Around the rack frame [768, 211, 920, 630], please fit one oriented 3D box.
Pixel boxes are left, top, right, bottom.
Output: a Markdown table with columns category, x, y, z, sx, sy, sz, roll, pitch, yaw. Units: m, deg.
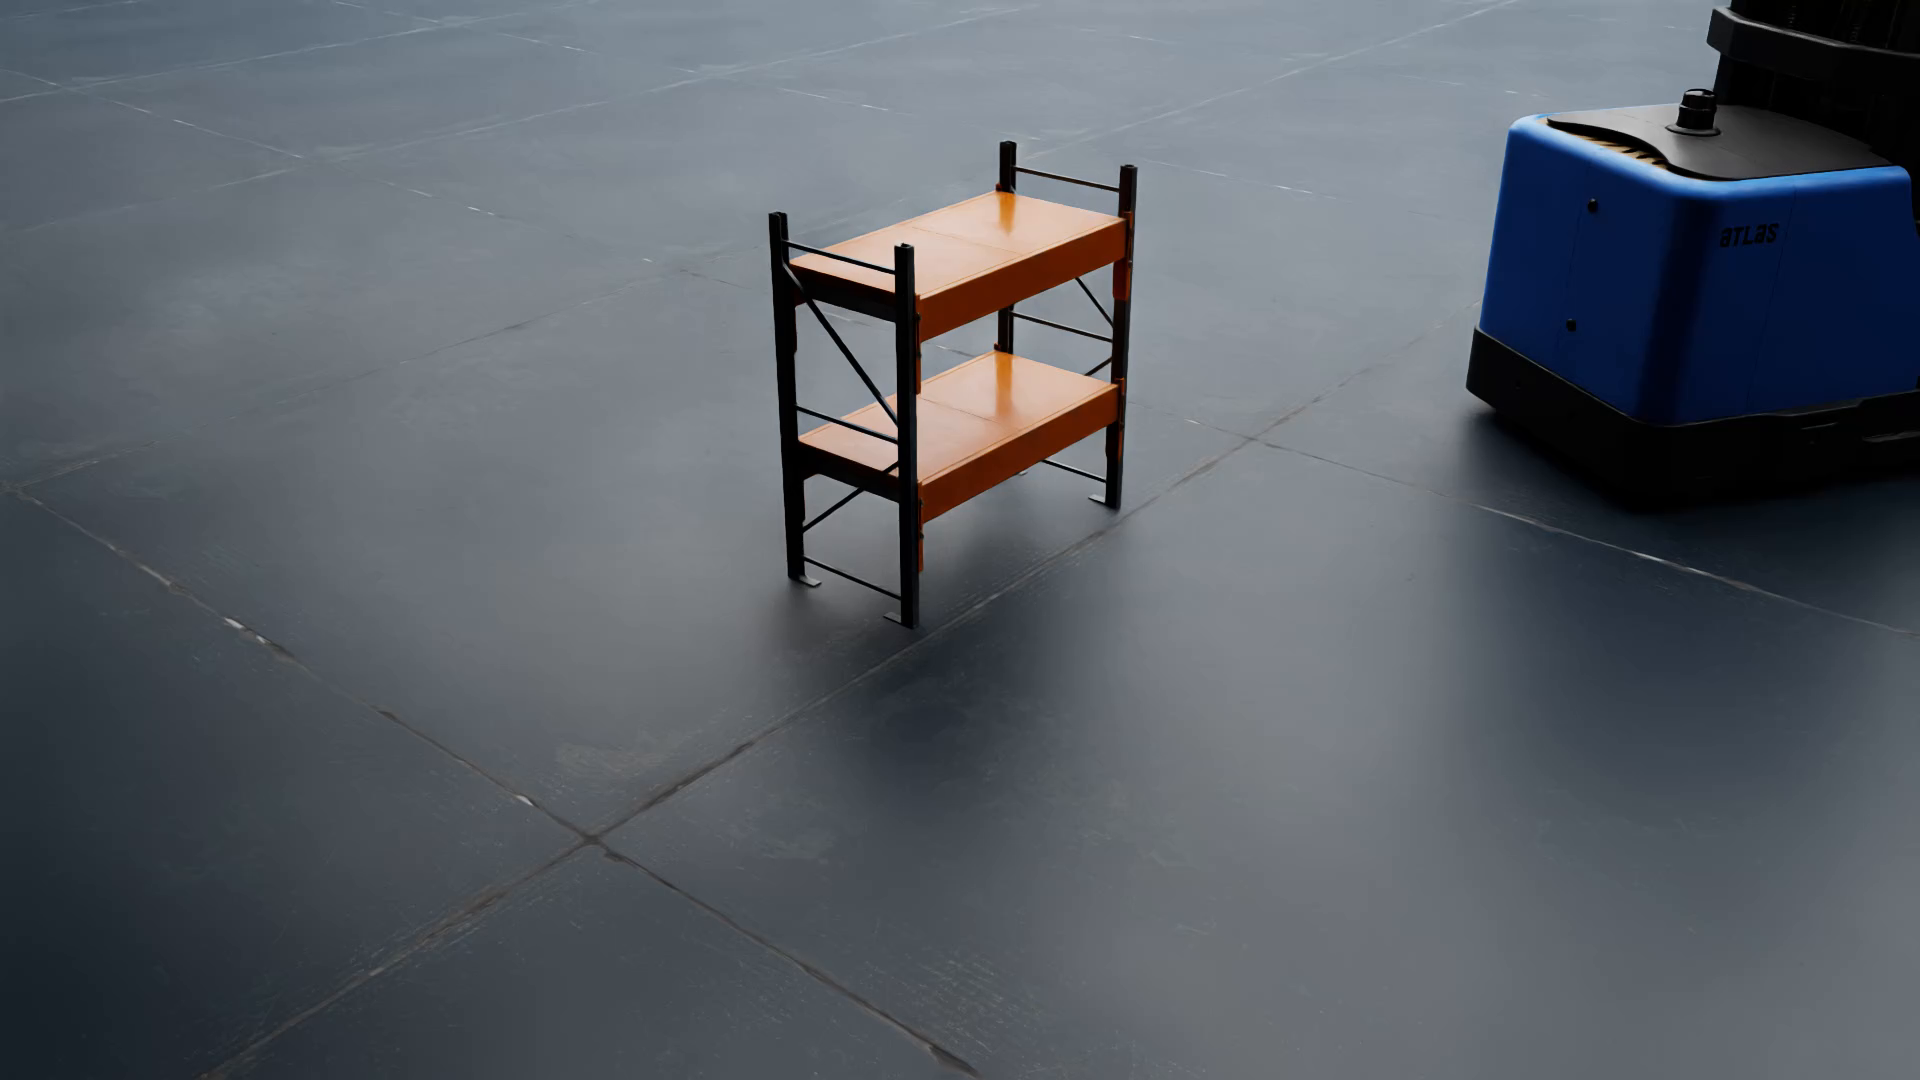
| category | x | y | z | sx | sy | sz | roll | pitch | yaw |
| --- | --- | --- | --- | --- | --- | --- | --- | --- | --- |
| rack frame | -0.319 | -0.322 | 4.648 | 0.500 | 1.125 | 0.032 | 21 | 34 | 34 |

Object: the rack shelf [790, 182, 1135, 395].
| category | x | y | z | sx | sy | sz | roll | pitch | yaw |
| --- | --- | --- | --- | --- | --- | --- | --- | --- | --- |
| rack shelf | 0.004 | -0.762 | 4.862 | 0.538 | 0.278 | 1.000 | 21 | 34 | 34 |

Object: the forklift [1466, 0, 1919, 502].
| category | x | y | z | sx | sy | sz | roll | pitch | yaw |
| --- | --- | --- | --- | --- | --- | --- | --- | --- | --- |
| forklift | 3.456 | -1.813 | 5.564 | 3.031 | 2.935 | 1.130 | -8 | 29 | -16 |

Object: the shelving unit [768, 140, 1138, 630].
| category | x | y | z | sx | sy | sz | roll | pitch | yaw |
| --- | --- | --- | --- | --- | --- | --- | --- | --- | --- |
| shelving unit | 0.004 | -0.502 | 4.996 | 0.538 | 1.125 | 1.048 | 21 | 34 | 34 |

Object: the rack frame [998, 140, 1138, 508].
| category | x | y | z | sx | sy | sz | roll | pitch | yaw |
| --- | --- | --- | --- | --- | --- | --- | --- | --- | --- |
| rack frame | 0.328 | -0.682 | 5.345 | 0.500 | 1.125 | 0.032 | 21 | 34 | 34 |

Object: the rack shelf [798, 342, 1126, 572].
| category | x | y | z | sx | sy | sz | roll | pitch | yaw |
| --- | --- | --- | --- | --- | --- | --- | --- | --- | --- |
| rack shelf | 0.004 | -0.285 | 5.109 | 0.538 | 0.278 | 1.000 | 21 | 34 | 34 |
